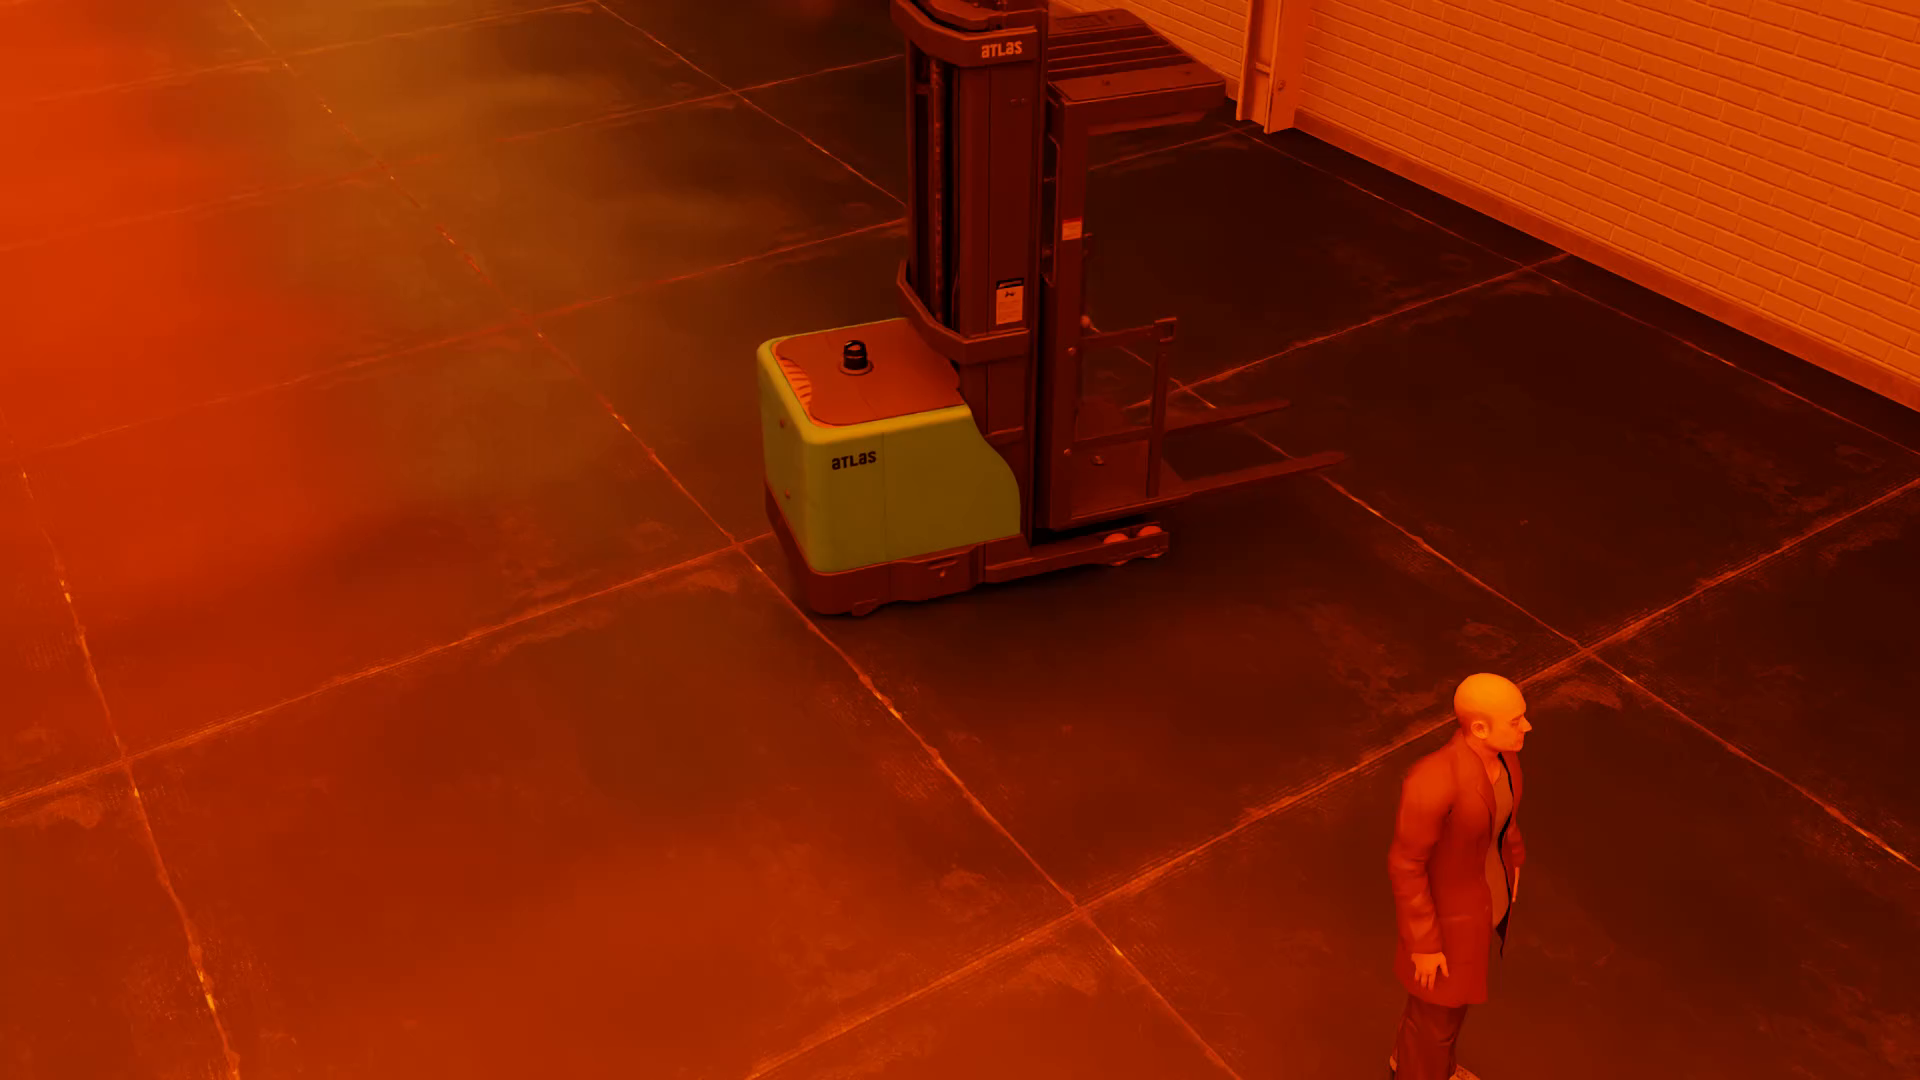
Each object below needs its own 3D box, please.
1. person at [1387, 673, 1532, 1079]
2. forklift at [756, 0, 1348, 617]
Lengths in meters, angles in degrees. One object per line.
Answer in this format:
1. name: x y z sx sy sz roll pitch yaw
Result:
1. person: 1.695 1.263 5.420 0.582 1.685 0.695 27 43 33
2. forklift: 0.549 -1.340 8.055 3.031 2.935 1.130 -12 37 -16
